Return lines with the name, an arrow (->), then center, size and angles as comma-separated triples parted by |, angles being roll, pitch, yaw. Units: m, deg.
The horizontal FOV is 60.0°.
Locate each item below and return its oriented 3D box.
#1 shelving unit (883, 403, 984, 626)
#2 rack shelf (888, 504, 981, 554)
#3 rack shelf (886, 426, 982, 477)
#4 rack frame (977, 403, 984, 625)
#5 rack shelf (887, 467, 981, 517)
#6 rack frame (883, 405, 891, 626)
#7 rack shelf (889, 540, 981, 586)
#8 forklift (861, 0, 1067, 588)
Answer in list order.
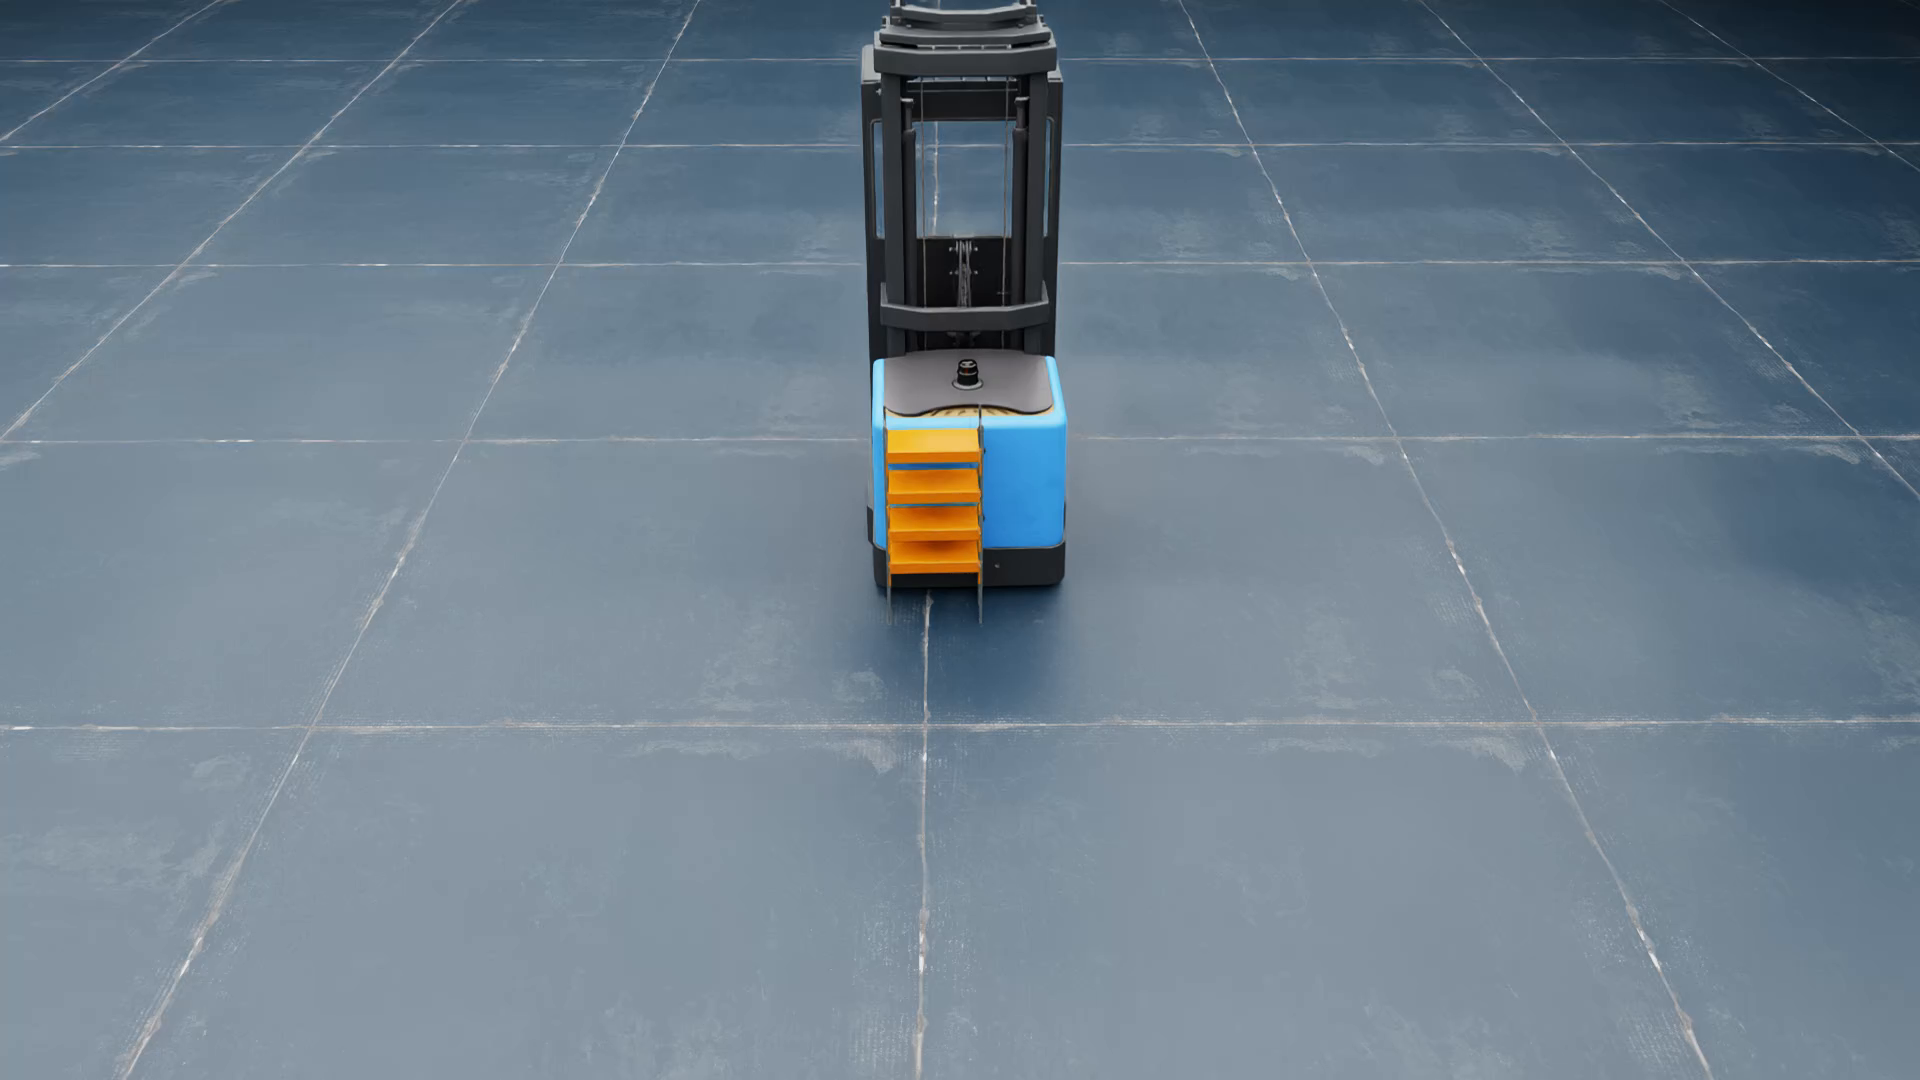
shelving unit -> -0.137, -0.117, 8.674 | 0.503, 1.200, 0.258 | -1, 32, -2
rack shelf -> -0.137, -0.060, 8.709 | 0.480, 0.148, 0.258 | -1, 32, -2
rack shelf -> -0.137, -0.452, 8.468 | 0.480, 0.148, 0.258 | -1, 32, -2
rack frame -> 0.107, -0.122, 8.681 | 0.015, 1.200, 0.240 | -1, 32, -2
rack shelf -> -0.137, -0.250, 8.592 | 0.480, 0.148, 0.258 | -1, 32, -2
rack frame -> -0.380, -0.112, 8.666 | 0.015, 1.200, 0.240 | -1, 32, -2
rack shelf -> -0.137, 0.109, 8.813 | 0.480, 0.148, 0.258 | -1, 32, -2
forklift -> 0.001, -1.723, 9.653 | 1.130, 2.935, 3.031 | -1, 31, -2
